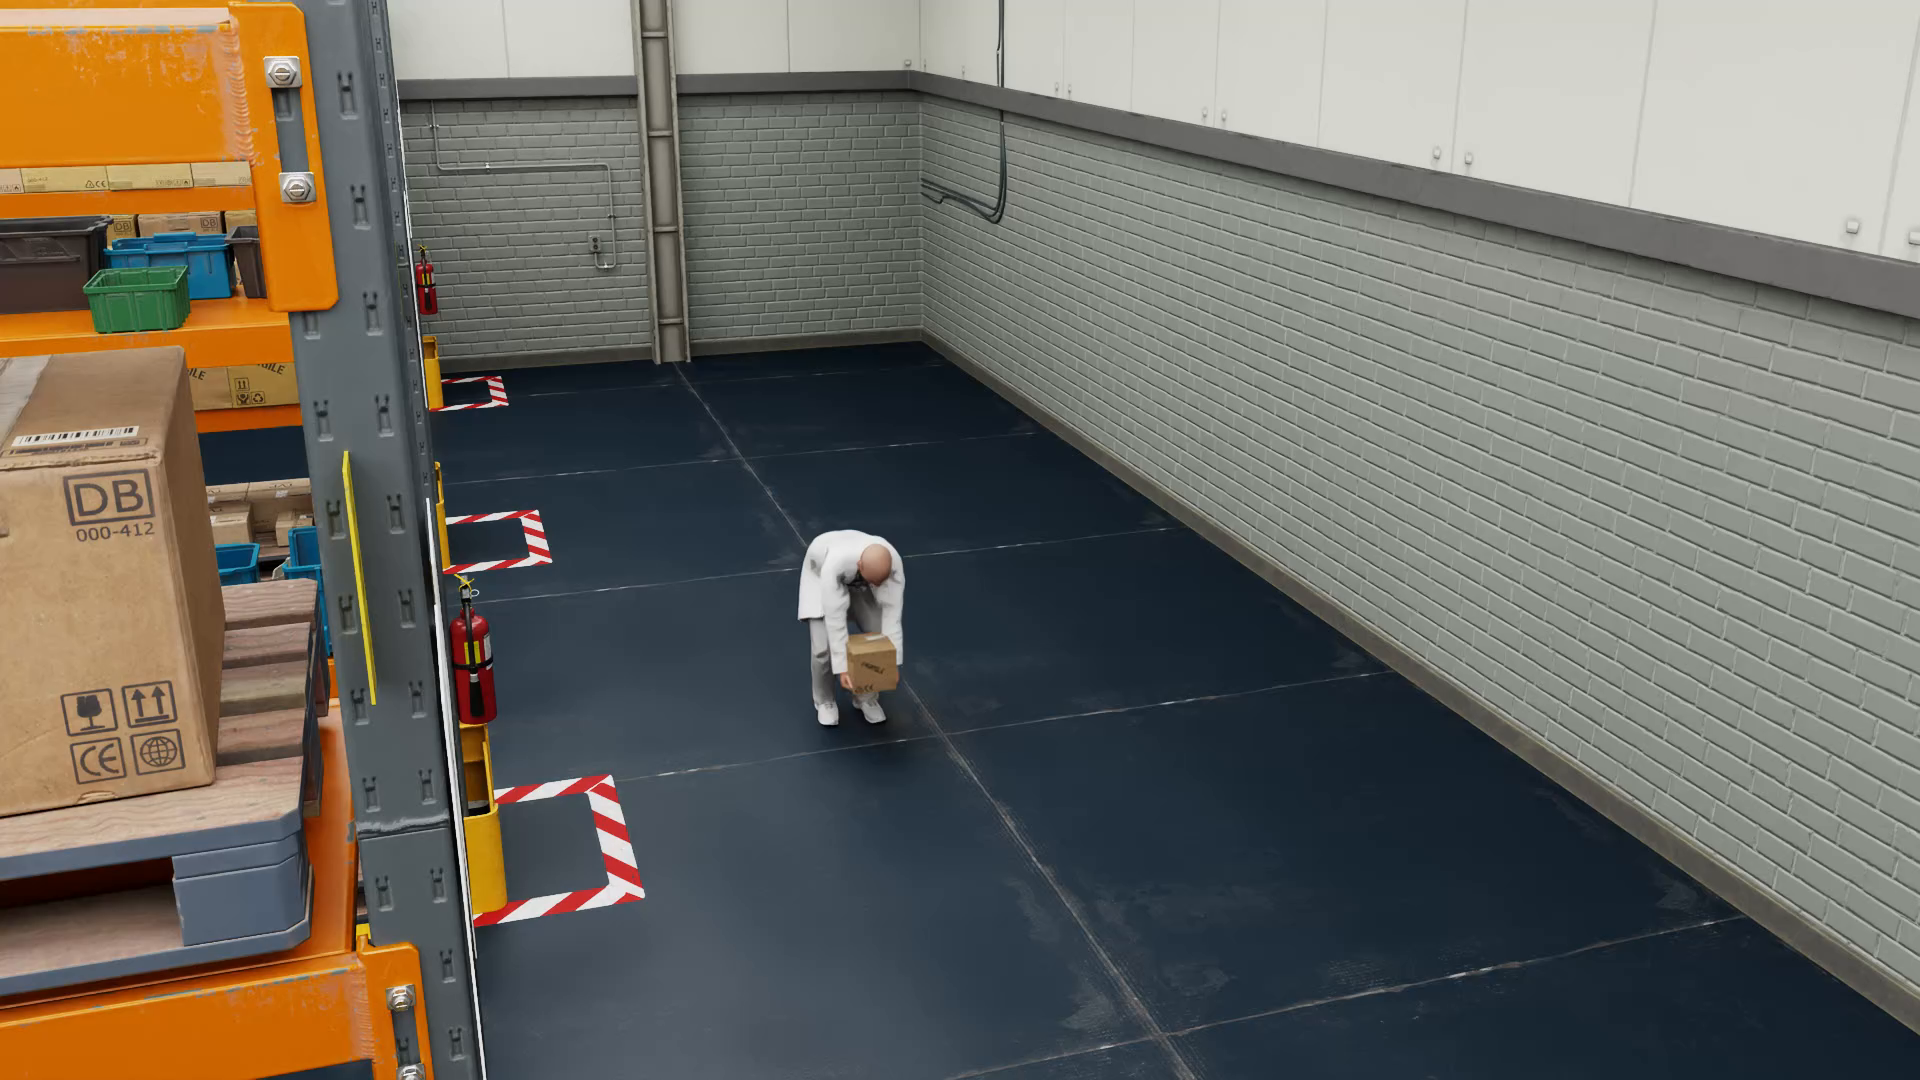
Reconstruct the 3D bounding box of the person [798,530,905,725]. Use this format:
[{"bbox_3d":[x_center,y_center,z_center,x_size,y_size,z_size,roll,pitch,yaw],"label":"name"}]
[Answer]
[{"bbox_3d":[-0.601,0.500,9.473,0.568,1.232,0.922,-7,20,-19],"label":"person"}]
